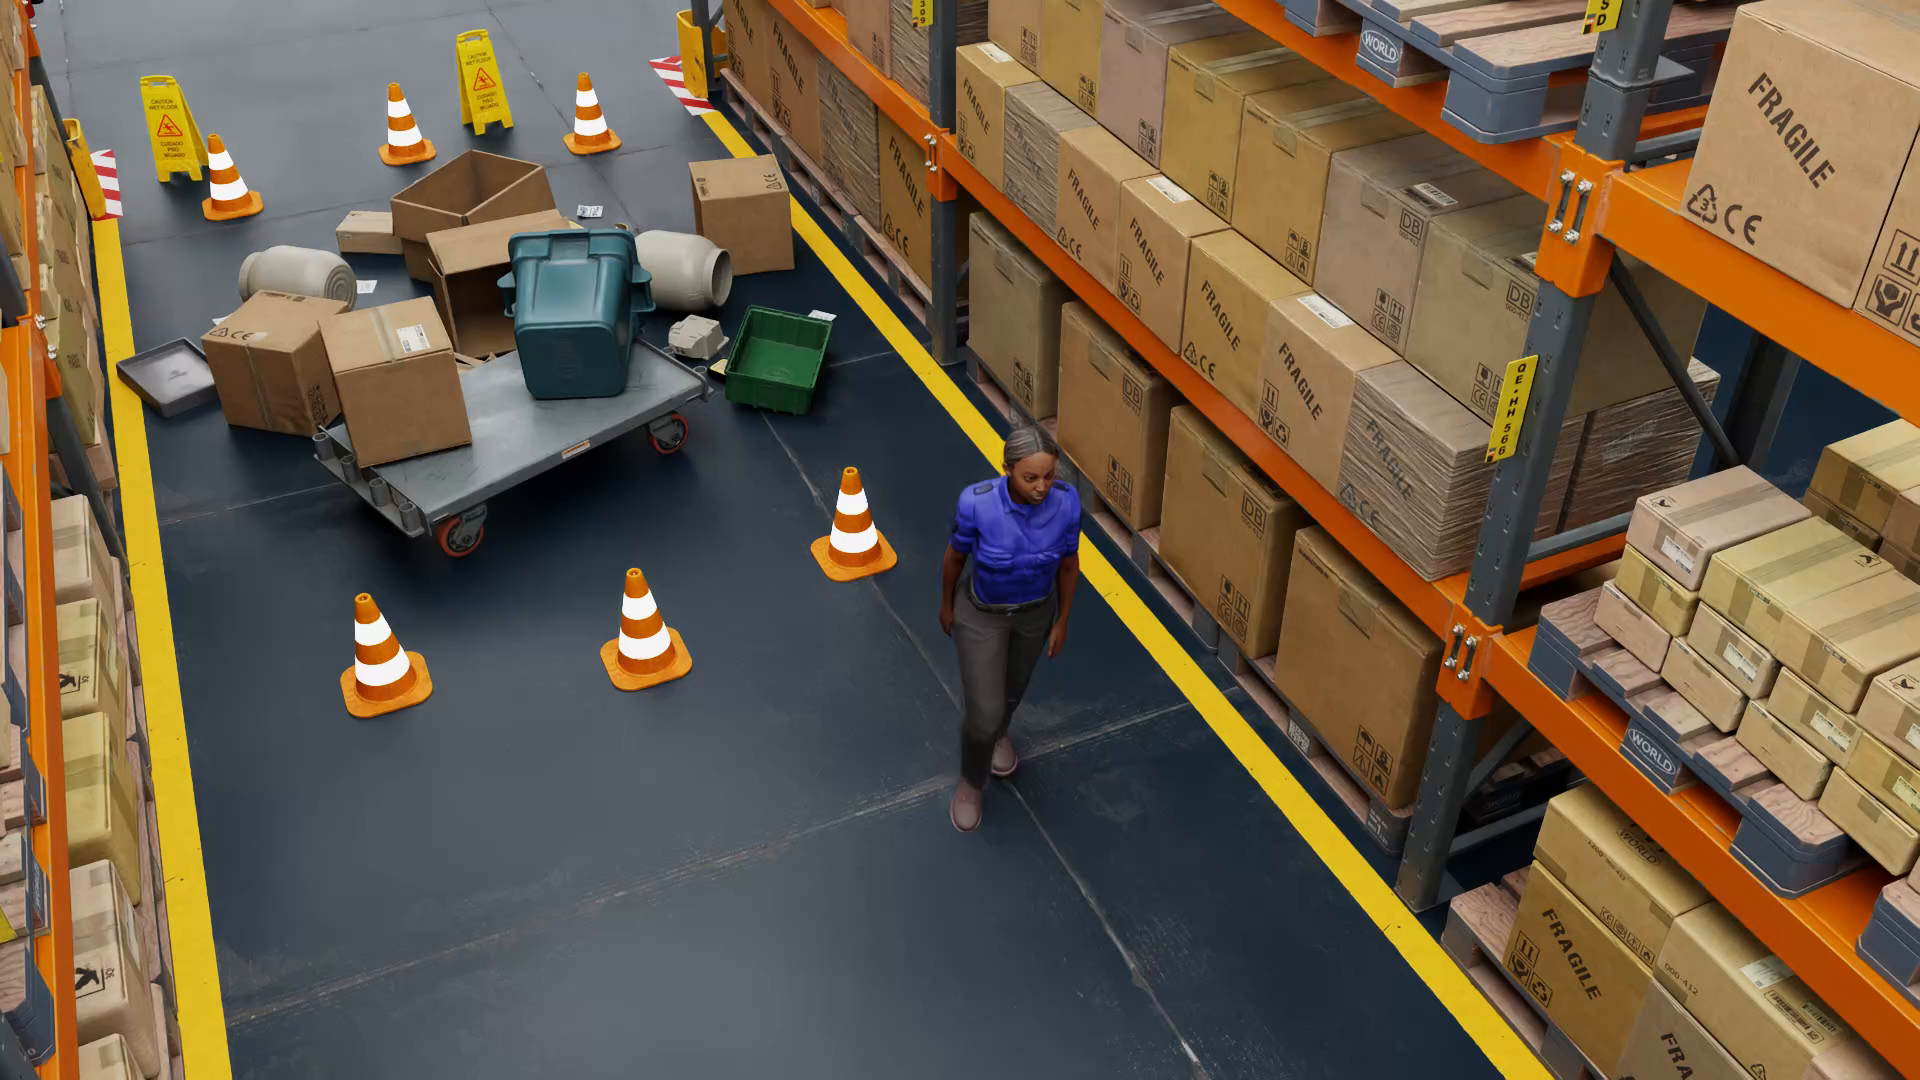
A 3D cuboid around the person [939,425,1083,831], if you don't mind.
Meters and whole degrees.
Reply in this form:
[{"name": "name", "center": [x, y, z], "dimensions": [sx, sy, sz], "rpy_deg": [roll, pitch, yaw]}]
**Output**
[{"name": "person", "center": [0.155, 0.260, 5.825], "dimensions": [0.482, 1.683, 0.533], "rpy_deg": [-10, 39, -13]}]
